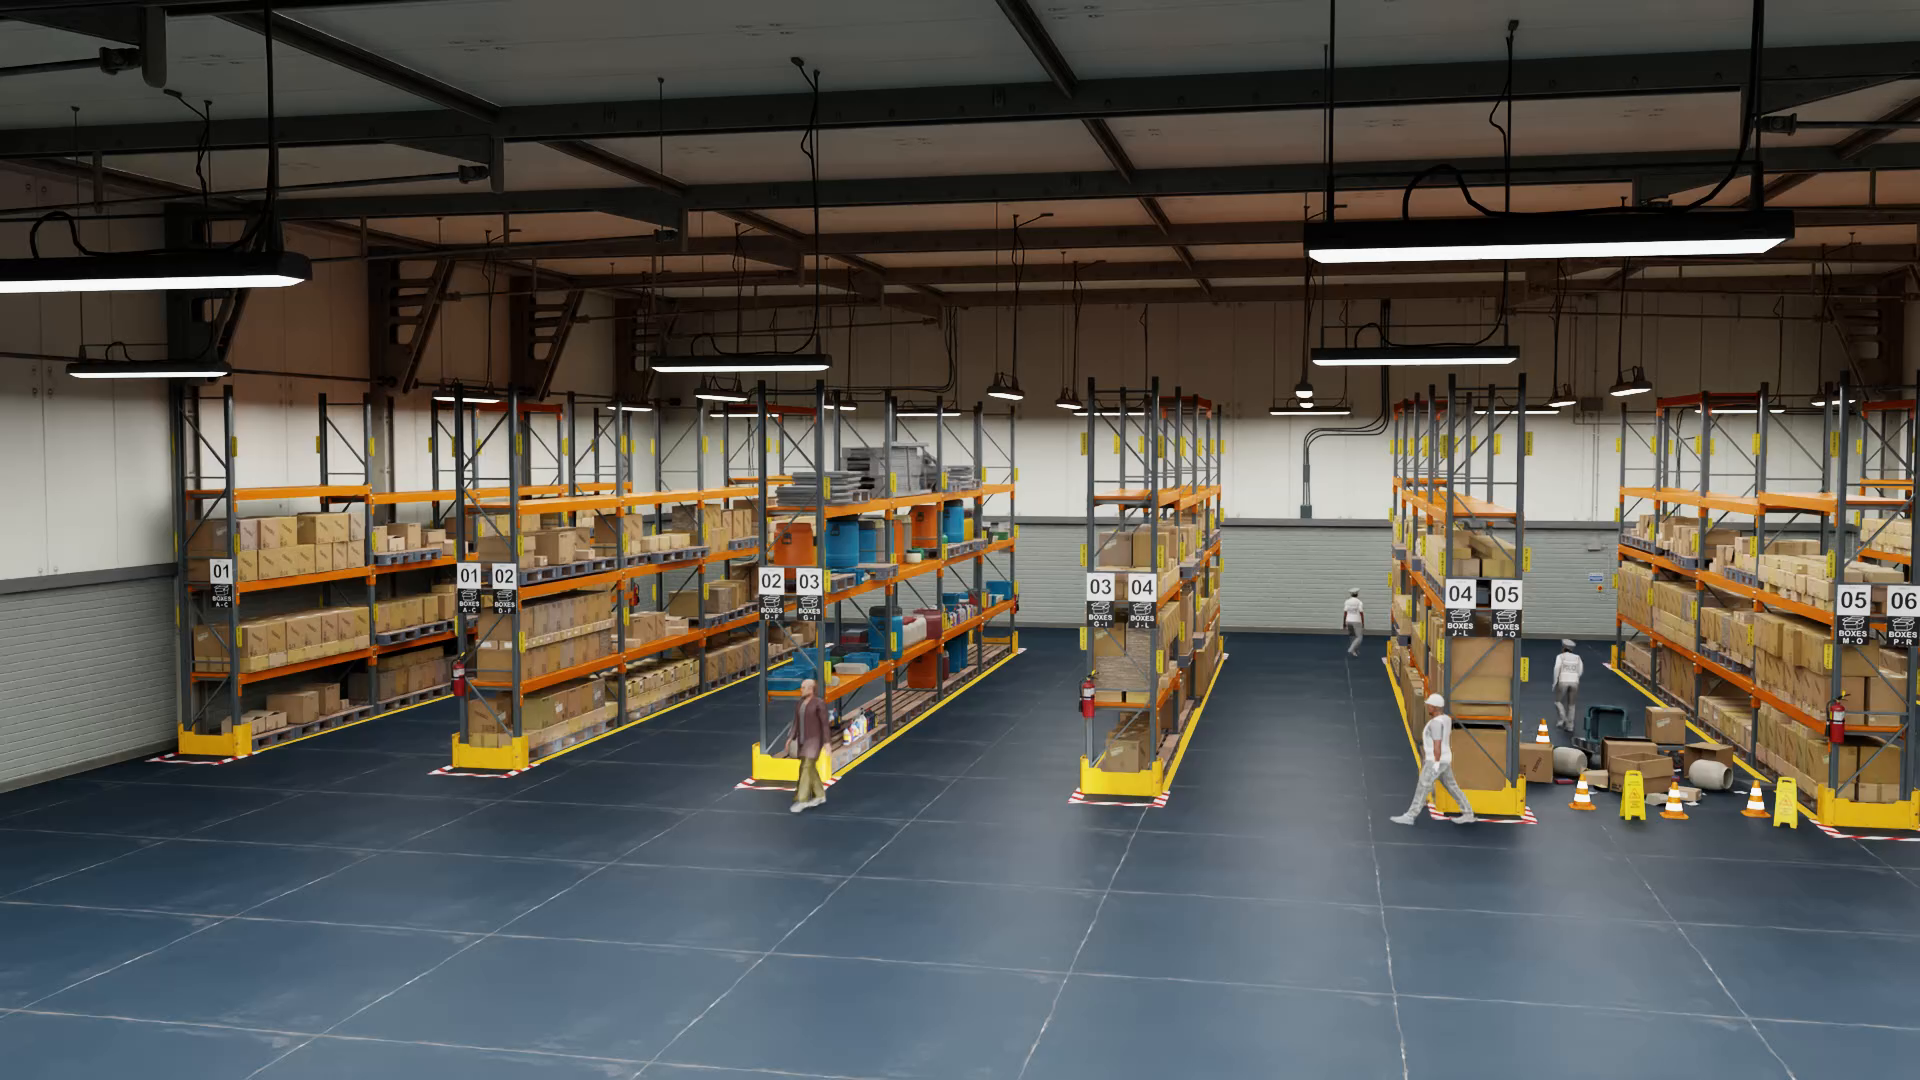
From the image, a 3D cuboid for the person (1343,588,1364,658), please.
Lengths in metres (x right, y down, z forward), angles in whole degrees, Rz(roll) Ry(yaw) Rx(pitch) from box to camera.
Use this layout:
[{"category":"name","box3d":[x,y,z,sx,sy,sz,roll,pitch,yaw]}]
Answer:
[{"category":"person","box3d":[9.335,1.963,39.424,0.482,1.651,0.833,2,4,37]}]

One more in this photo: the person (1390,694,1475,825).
[{"category":"person","box3d":[6.253,2.895,21.944,1.057,1.727,0.583,1,3,22]}]

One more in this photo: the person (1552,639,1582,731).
[{"category":"person","box3d":[10.787,2.566,29.536,0.538,1.581,0.706,1,3,13]}]

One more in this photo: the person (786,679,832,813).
[{"category":"person","box3d":[-2.169,2.820,22.985,0.817,1.776,0.631,-3,4,-40]}]
